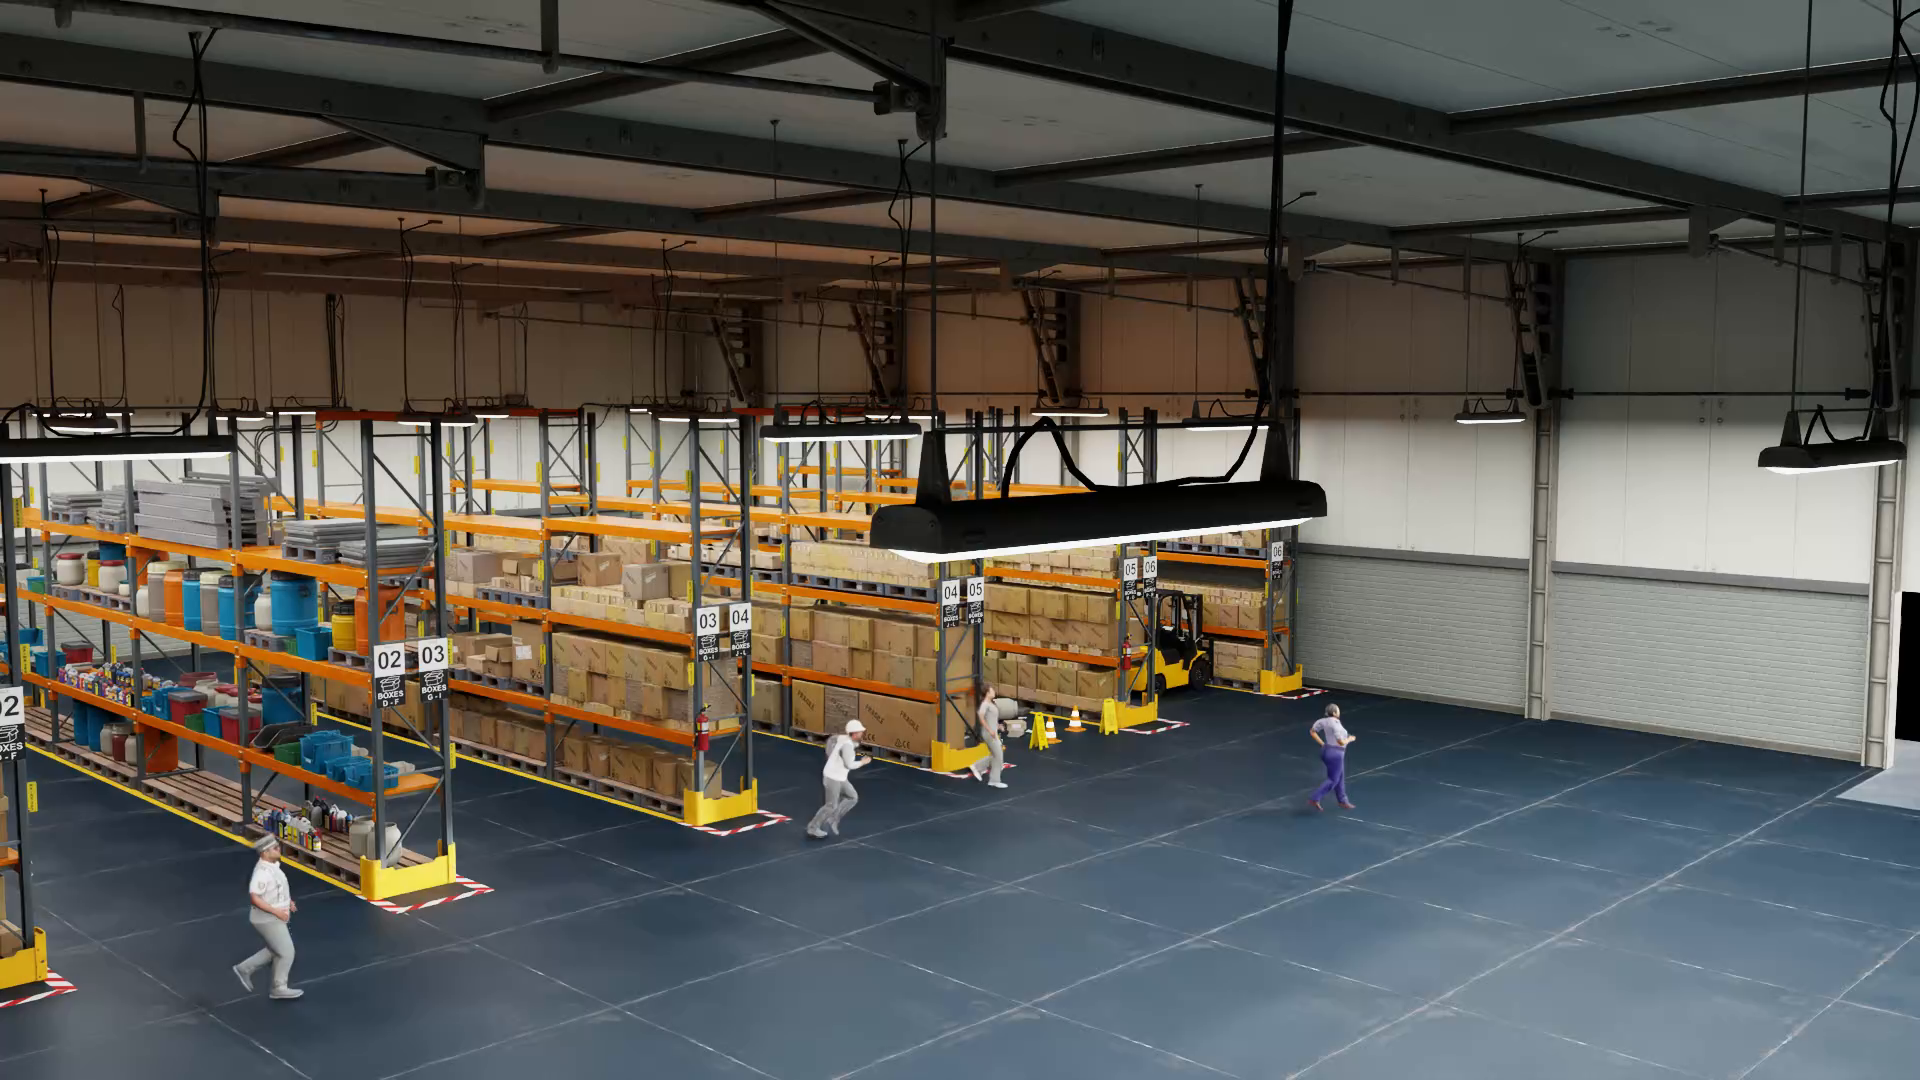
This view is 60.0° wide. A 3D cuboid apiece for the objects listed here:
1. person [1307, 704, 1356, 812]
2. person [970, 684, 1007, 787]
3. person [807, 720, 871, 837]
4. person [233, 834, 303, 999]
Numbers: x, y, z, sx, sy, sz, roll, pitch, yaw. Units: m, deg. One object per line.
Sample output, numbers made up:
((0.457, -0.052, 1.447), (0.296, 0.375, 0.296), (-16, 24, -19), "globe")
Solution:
((5.603, 3.278, 25.001), (0.880, 1.635, 0.608), (-1, 5, -15), "person")
((0.469, 3.154, 26.852), (0.621, 1.650, 0.622), (1, 5, 9), "person")
((-1.724, 3.396, 23.710), (0.916, 1.675, 0.678), (-1, 5, -6), "person")
((-7.221, 3.924, 17.302), (0.665, 1.753, 0.688), (-2, 5, -17), "person")
